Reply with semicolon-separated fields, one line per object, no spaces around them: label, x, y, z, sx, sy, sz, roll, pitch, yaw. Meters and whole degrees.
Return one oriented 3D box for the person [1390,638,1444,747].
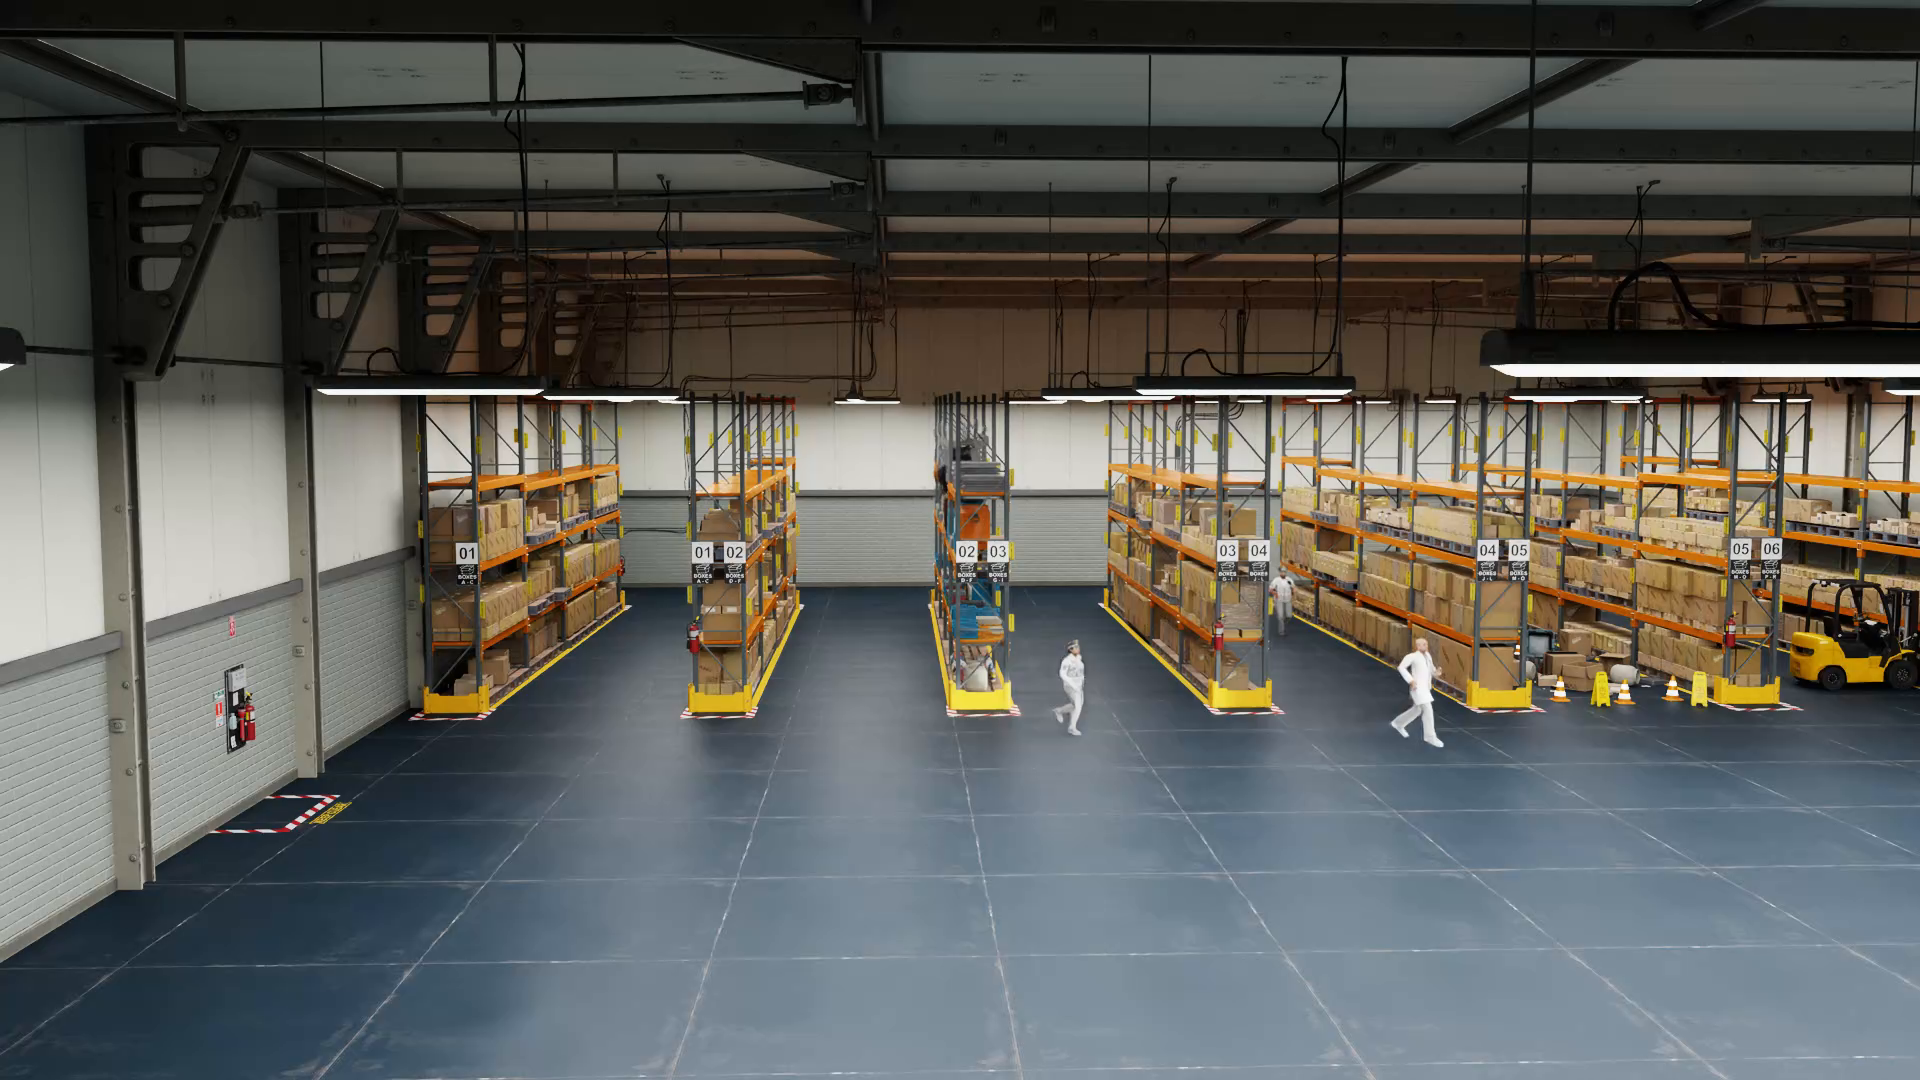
person;7.827;2.561;28.359;0.987;1.804;0.686;4;6;40

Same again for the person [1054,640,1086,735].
person;1.921;2.564;29.206;0.607;1.681;0.626;3;6;37

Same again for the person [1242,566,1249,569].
person;7.911;1.167;46.917;0.604;1.642;0.830;1;5;10

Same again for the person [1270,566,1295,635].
person;8.105;1.513;41.701;0.658;1.733;0.618;0;5;0
